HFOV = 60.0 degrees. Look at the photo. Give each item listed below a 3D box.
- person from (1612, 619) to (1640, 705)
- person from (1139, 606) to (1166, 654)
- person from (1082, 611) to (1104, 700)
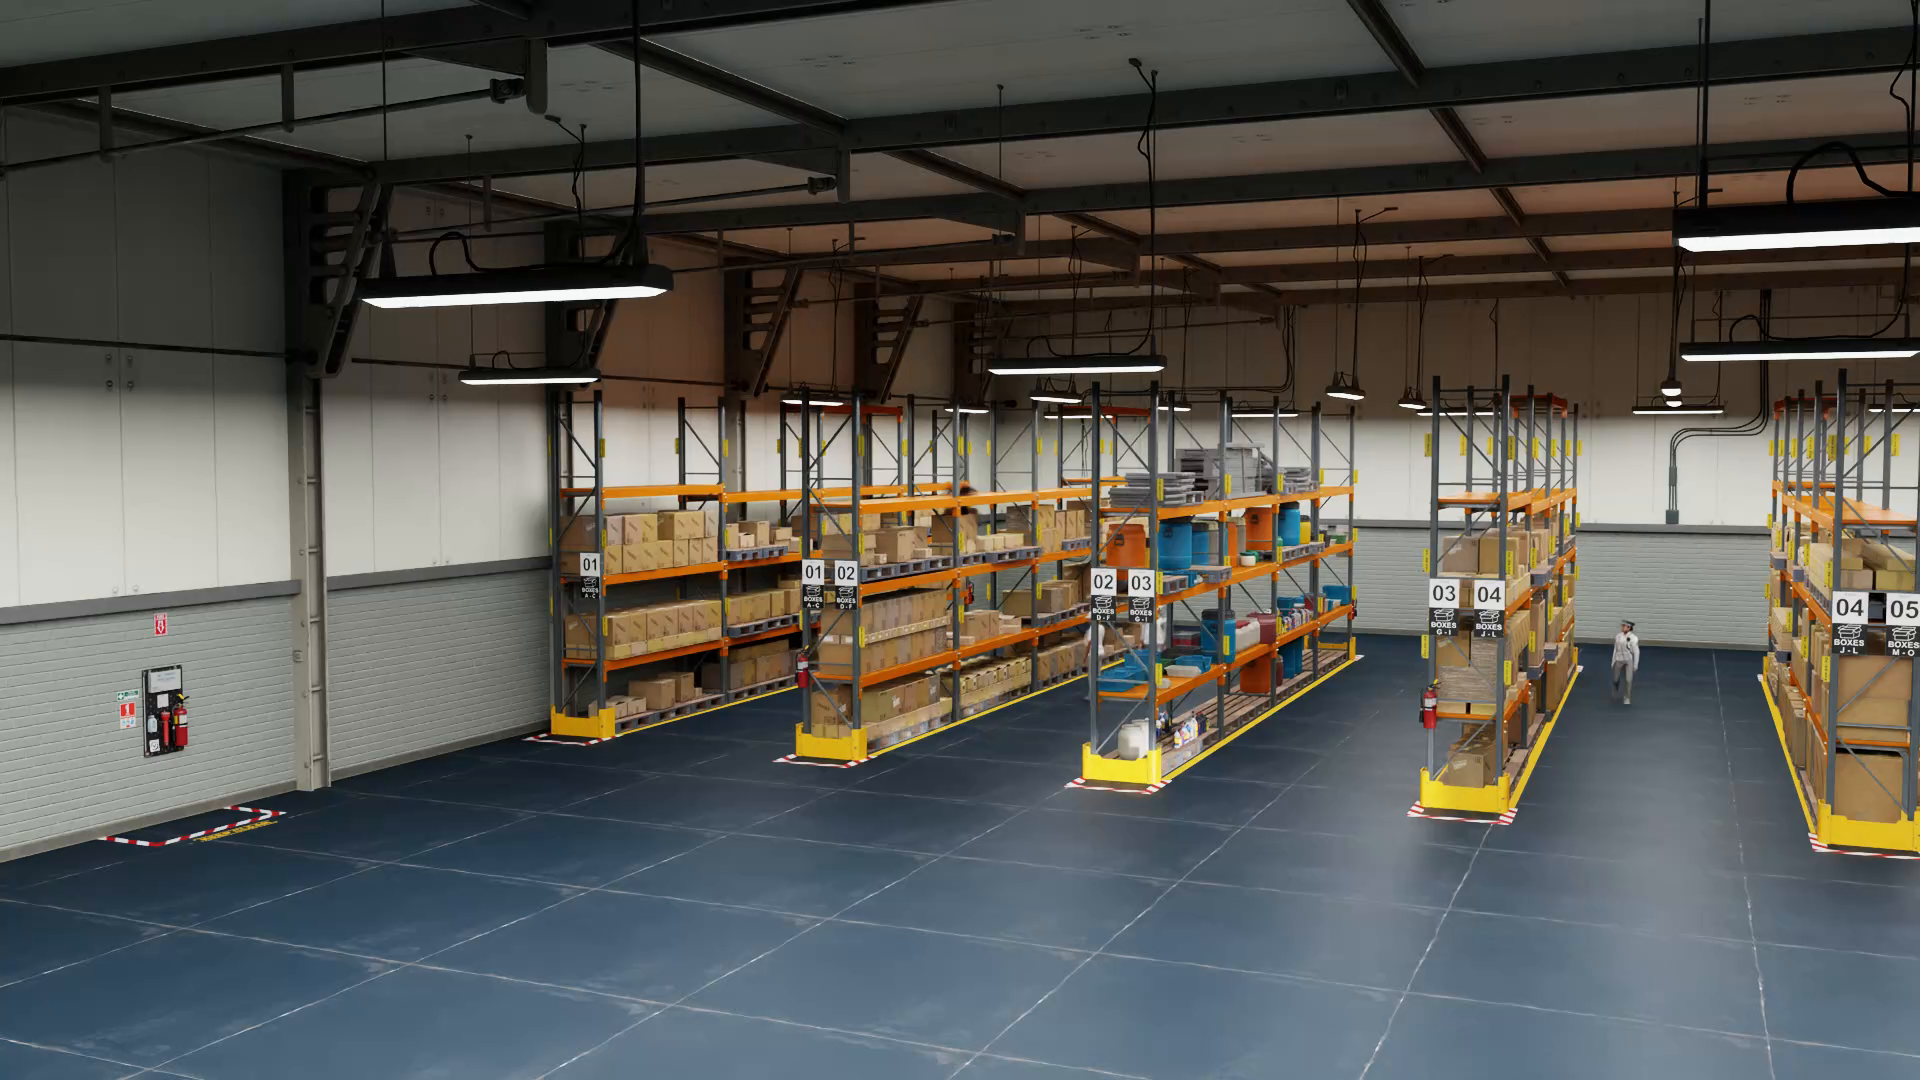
[{"bbox_3d":[13.038,2.363,32.575,0.507,1.654,0.707,1,3,22],"label":"person"},{"bbox_3d":[4.118,2.191,35.275,0.618,1.719,1.029,1,3,23],"label":"person"},{"bbox_3d":[2.639,2.292,32.906,0.380,1.785,0.587,2,4,27],"label":"person"}]
